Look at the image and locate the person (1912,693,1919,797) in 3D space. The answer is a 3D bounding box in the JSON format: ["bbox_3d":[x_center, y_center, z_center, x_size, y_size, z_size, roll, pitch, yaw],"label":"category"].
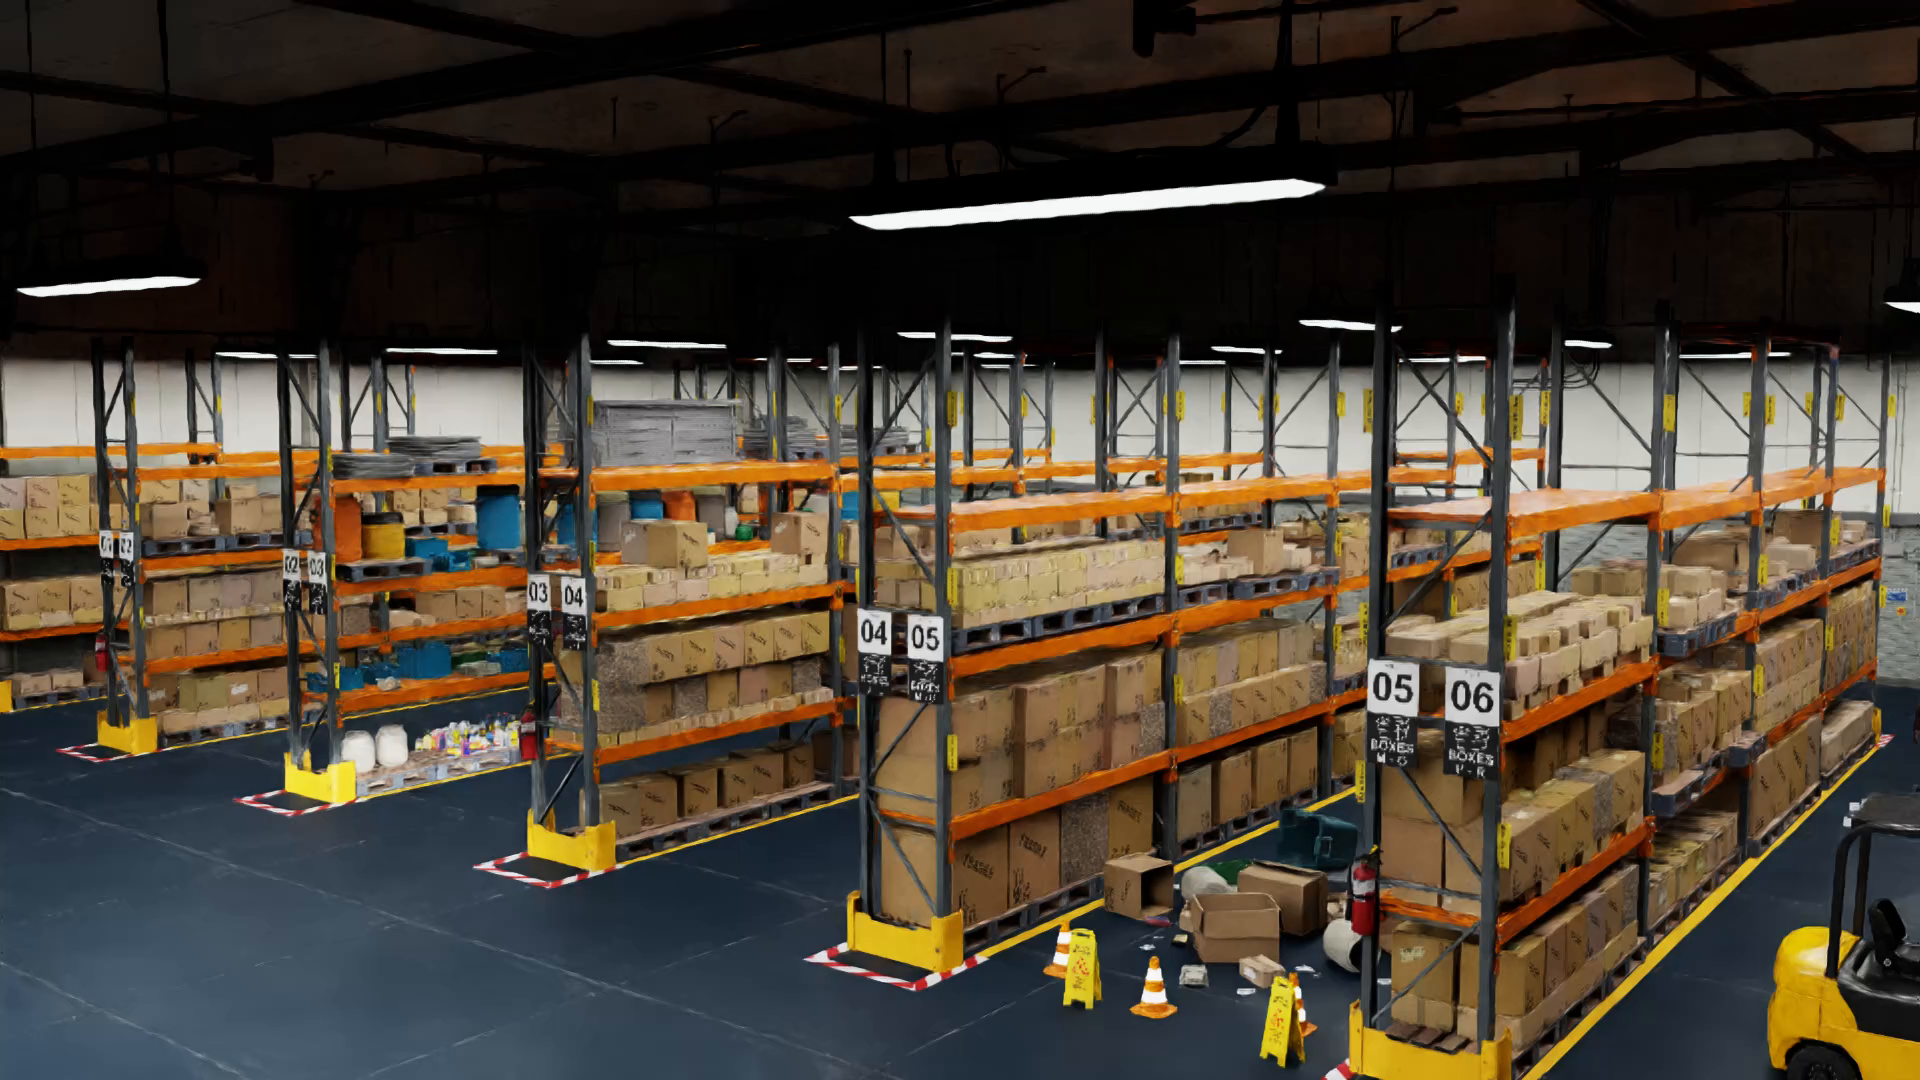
[{"bbox_3d":[12.408,2.417,21.203,0.678,1.773,0.630,-2,5,-22],"label":"person"}]

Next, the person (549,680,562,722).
[{"bbox_3d":[-6.055,2.069,26.248,0.917,1.622,0.464,-4,6,-37],"label":"person"}]
